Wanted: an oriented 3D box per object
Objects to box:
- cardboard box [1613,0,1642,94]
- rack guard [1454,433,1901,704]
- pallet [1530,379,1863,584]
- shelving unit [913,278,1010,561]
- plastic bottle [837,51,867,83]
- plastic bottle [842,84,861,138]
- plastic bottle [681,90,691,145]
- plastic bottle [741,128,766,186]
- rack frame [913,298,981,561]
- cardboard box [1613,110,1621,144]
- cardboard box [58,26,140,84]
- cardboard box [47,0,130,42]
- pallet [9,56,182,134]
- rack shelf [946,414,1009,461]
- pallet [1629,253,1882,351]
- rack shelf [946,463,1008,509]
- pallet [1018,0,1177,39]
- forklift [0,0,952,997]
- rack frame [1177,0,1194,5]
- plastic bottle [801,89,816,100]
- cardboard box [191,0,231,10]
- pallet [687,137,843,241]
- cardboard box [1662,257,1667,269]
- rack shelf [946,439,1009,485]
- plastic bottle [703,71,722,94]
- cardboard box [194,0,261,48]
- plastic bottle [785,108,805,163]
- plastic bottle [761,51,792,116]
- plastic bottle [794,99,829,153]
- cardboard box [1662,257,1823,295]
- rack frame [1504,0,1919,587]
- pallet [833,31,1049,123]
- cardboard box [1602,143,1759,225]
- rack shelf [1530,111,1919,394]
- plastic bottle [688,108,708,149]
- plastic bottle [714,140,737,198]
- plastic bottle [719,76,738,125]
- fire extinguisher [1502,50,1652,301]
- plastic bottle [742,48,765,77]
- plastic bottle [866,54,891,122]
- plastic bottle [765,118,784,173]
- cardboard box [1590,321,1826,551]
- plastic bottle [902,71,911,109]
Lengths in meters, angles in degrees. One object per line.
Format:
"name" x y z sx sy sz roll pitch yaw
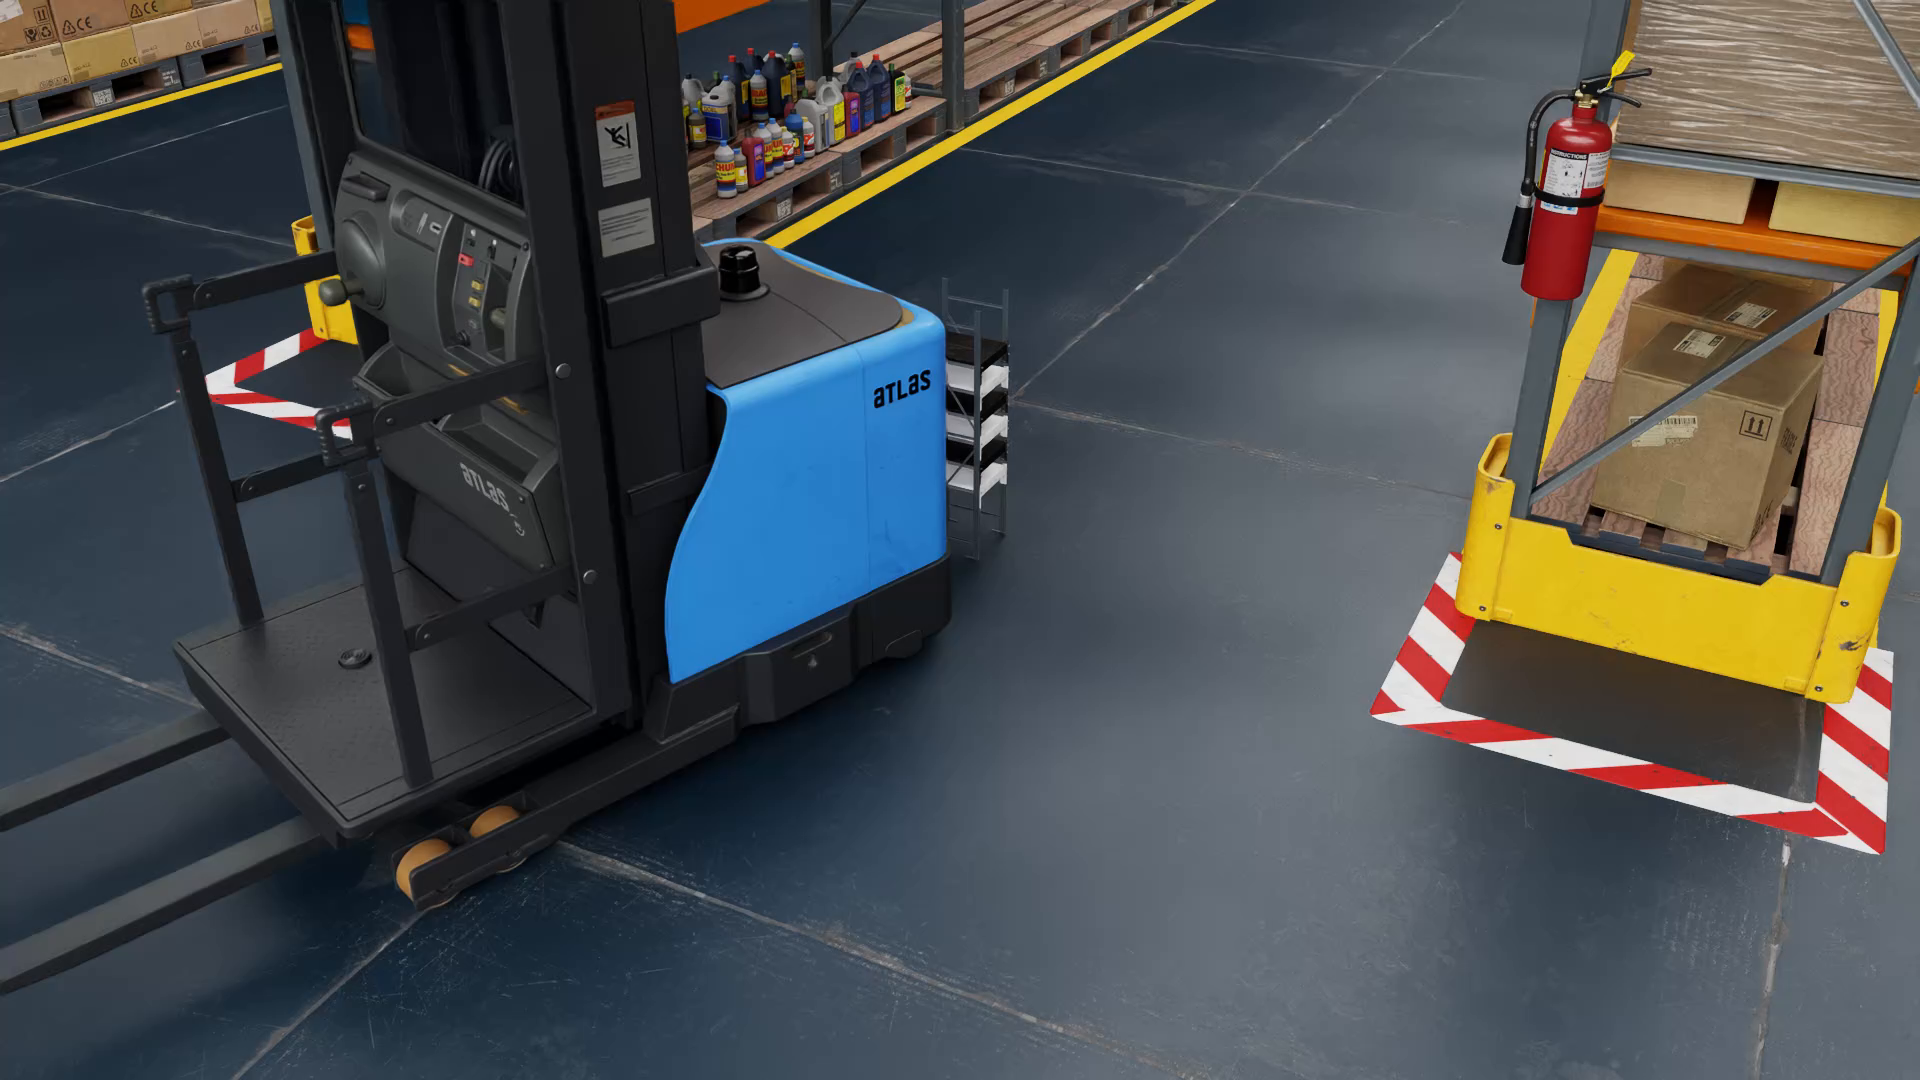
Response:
"cardboard box" 2.537 -1.639 5.194 0.875 0.500 0.500 14 33 23
"rack guard" 2.176 0.070 5.127 1.175 0.500 0.348 14 33 23
"pallet" 2.578 -0.157 5.812 1.003 0.211 1.213 14 33 23
"shelving unit" 0.004 -0.394 5.532 0.258 0.900 0.210 14 33 23
"plastic bottle" -0.611 -2.601 9.486 0.144 0.351 0.185 14 33 23
"plastic bottle" -0.607 -2.373 9.156 0.061 0.283 0.133 17 34 27
"plastic bottle" -1.547 -2.301 8.964 0.144 0.351 0.185 16 33 25
"plastic bottle" -1.045 -1.946 8.413 0.061 0.283 0.133 15 33 24
"rack frame" -0.043 -0.349 5.454 0.240 0.900 0.006 14 33 23
"cardboard box" 2.270 -1.278 5.216 0.380 0.149 0.250 14 33 23
"cardboard box" -5.548 -3.071 10.425 0.500 0.250 0.500 14 33 23
"cardboard box" -5.547 -3.396 10.238 0.500 0.500 0.500 14 33 23
"pallet" -5.807 -2.908 10.601 1.003 0.211 1.213 14 33 23
"rack shelf" 0.004 -0.365 5.549 0.258 0.077 0.200 14 33 23
"pallet" 3.689 -1.239 7.695 1.003 0.211 1.213 14 33 23
"rack shelf" 0.004 -0.209 5.638 0.258 0.077 0.200 14 33 23
"pallet" 0.989 -4.107 12.690 1.003 0.211 1.213 14 33 23
"forklift" -1.448 -0.647 3.934 3.031 2.935 1.130 -25 38 -36
"rack frame" 1.377 -5.651 12.578 1.000 3.000 0.127 14 33 23
"plastic bottle" -0.820 -2.323 9.069 0.061 0.283 0.133 14 33 23
"cardboard box" -5.108 -3.844 11.017 0.500 0.500 0.500 14 33 23
"pallet" -1.343 -1.837 8.737 1.003 0.211 1.213 14 33 23
"cardboard box" 3.492 -1.428 7.313 0.500 0.500 0.500 -26 39 -37
"rack shelf" 0.004 -0.287 5.594 0.258 0.077 0.200 14 33 23
"plastic bottle" -1.381 -2.479 9.341 0.061 0.283 0.133 16 33 25
"cardboard box" -5.107 -3.518 11.203 0.500 0.250 0.500 14 33 23
"plastic bottle" -0.870 -2.131 8.747 0.097 0.271 0.097 0 30 0
"plastic bottle" -1.054 -2.623 9.524 0.144 0.351 0.185 14 33 23
"plastic bottle" -0.794 -2.237 8.926 0.152 0.276 0.135 15 33 24
"cardboard box" 2.985 -0.898 6.390 0.500 0.500 0.500 18 34 28
"rack frame" 2.142 -0.981 4.446 1.000 3.000 0.127 14 33 23
"pallet" -0.122 -3.025 10.806 1.003 0.211 1.213 14 33 23
"cardboard box" 2.088 -1.045 4.810 0.380 0.149 0.250 14 33 23
"rack shelf" 3.053 -1.555 6.169 1.077 0.370 4.000 14 33 23
"plastic bottle" -1.420 -2.229 8.987 0.097 0.201 0.097 0 30 0
"plastic bottle" -1.164 -1.845 8.249 0.097 0.271 0.097 0 30 0
"plastic bottle" -1.302 -2.464 9.327 0.097 0.271 0.097 0 30 0
"fire extinguisher" 1.679 -1.001 4.558 0.296 0.674 0.183 14 33 23
"plastic bottle" -1.183 -2.656 9.581 0.144 0.351 0.185 15 33 25
"plastic bottle" -0.482 -2.569 9.429 0.144 0.351 0.185 13 32 22
"plastic bottle" -0.963 -2.041 8.590 0.097 0.271 0.097 0 30 0
"cardboard box" 2.441 -0.352 5.439 0.500 0.500 0.500 21 36 32
"plastic bottle" -0.333 -2.623 9.674 0.097 0.201 0.097 0 30 0
